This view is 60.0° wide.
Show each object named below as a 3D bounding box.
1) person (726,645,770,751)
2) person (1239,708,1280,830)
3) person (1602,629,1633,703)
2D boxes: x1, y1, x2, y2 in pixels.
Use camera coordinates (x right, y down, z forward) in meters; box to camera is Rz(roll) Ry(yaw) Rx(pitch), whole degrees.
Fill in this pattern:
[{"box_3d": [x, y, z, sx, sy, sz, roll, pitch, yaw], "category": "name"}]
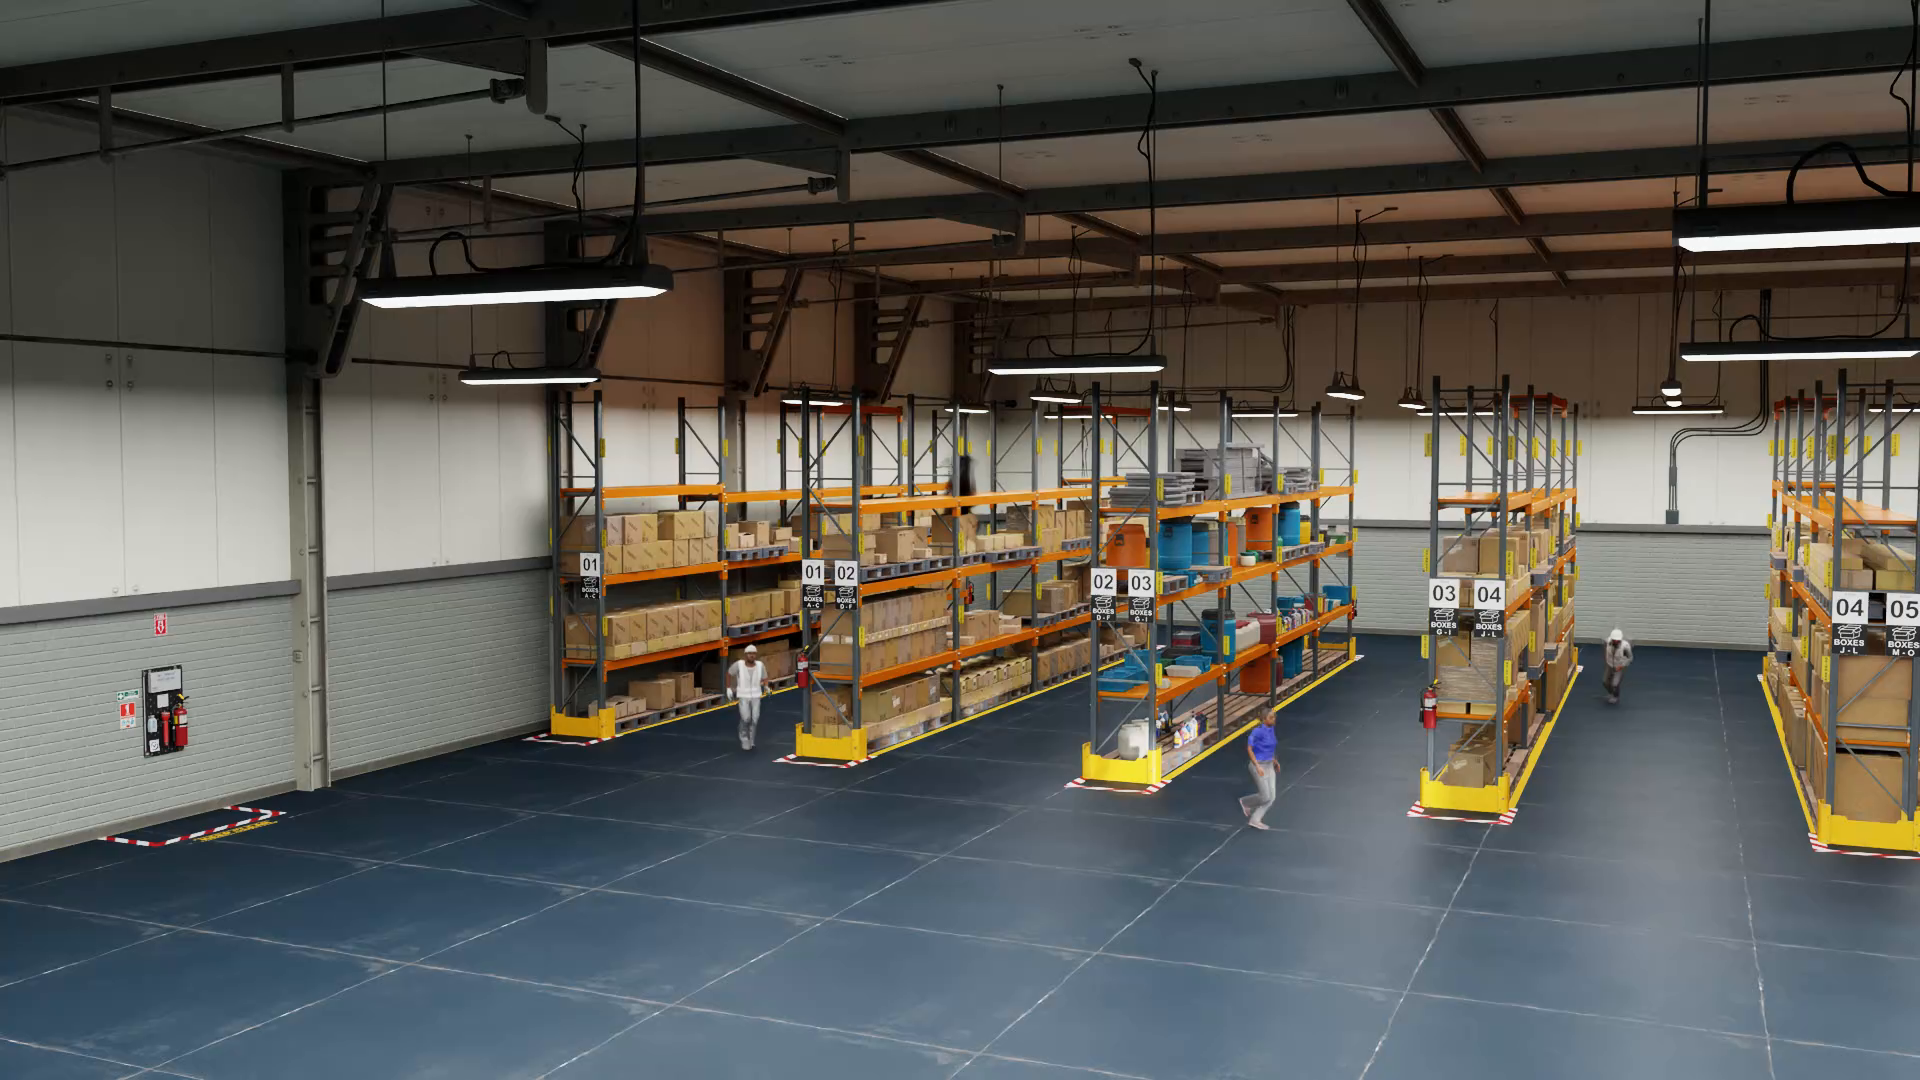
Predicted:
[{"box_3d": [-3.481, 2.609, 27.492, 0.668, 1.751, 0.760, -1, 3, -22], "category": "person"}, {"box_3d": [3.930, 3.002, 21.934, 0.572, 1.597, 0.529, -3, 4, -43], "category": "person"}, {"box_3d": [12.792, 2.452, 32.435, 0.704, 1.510, 0.950, 3, 4, 45], "category": "person"}]
